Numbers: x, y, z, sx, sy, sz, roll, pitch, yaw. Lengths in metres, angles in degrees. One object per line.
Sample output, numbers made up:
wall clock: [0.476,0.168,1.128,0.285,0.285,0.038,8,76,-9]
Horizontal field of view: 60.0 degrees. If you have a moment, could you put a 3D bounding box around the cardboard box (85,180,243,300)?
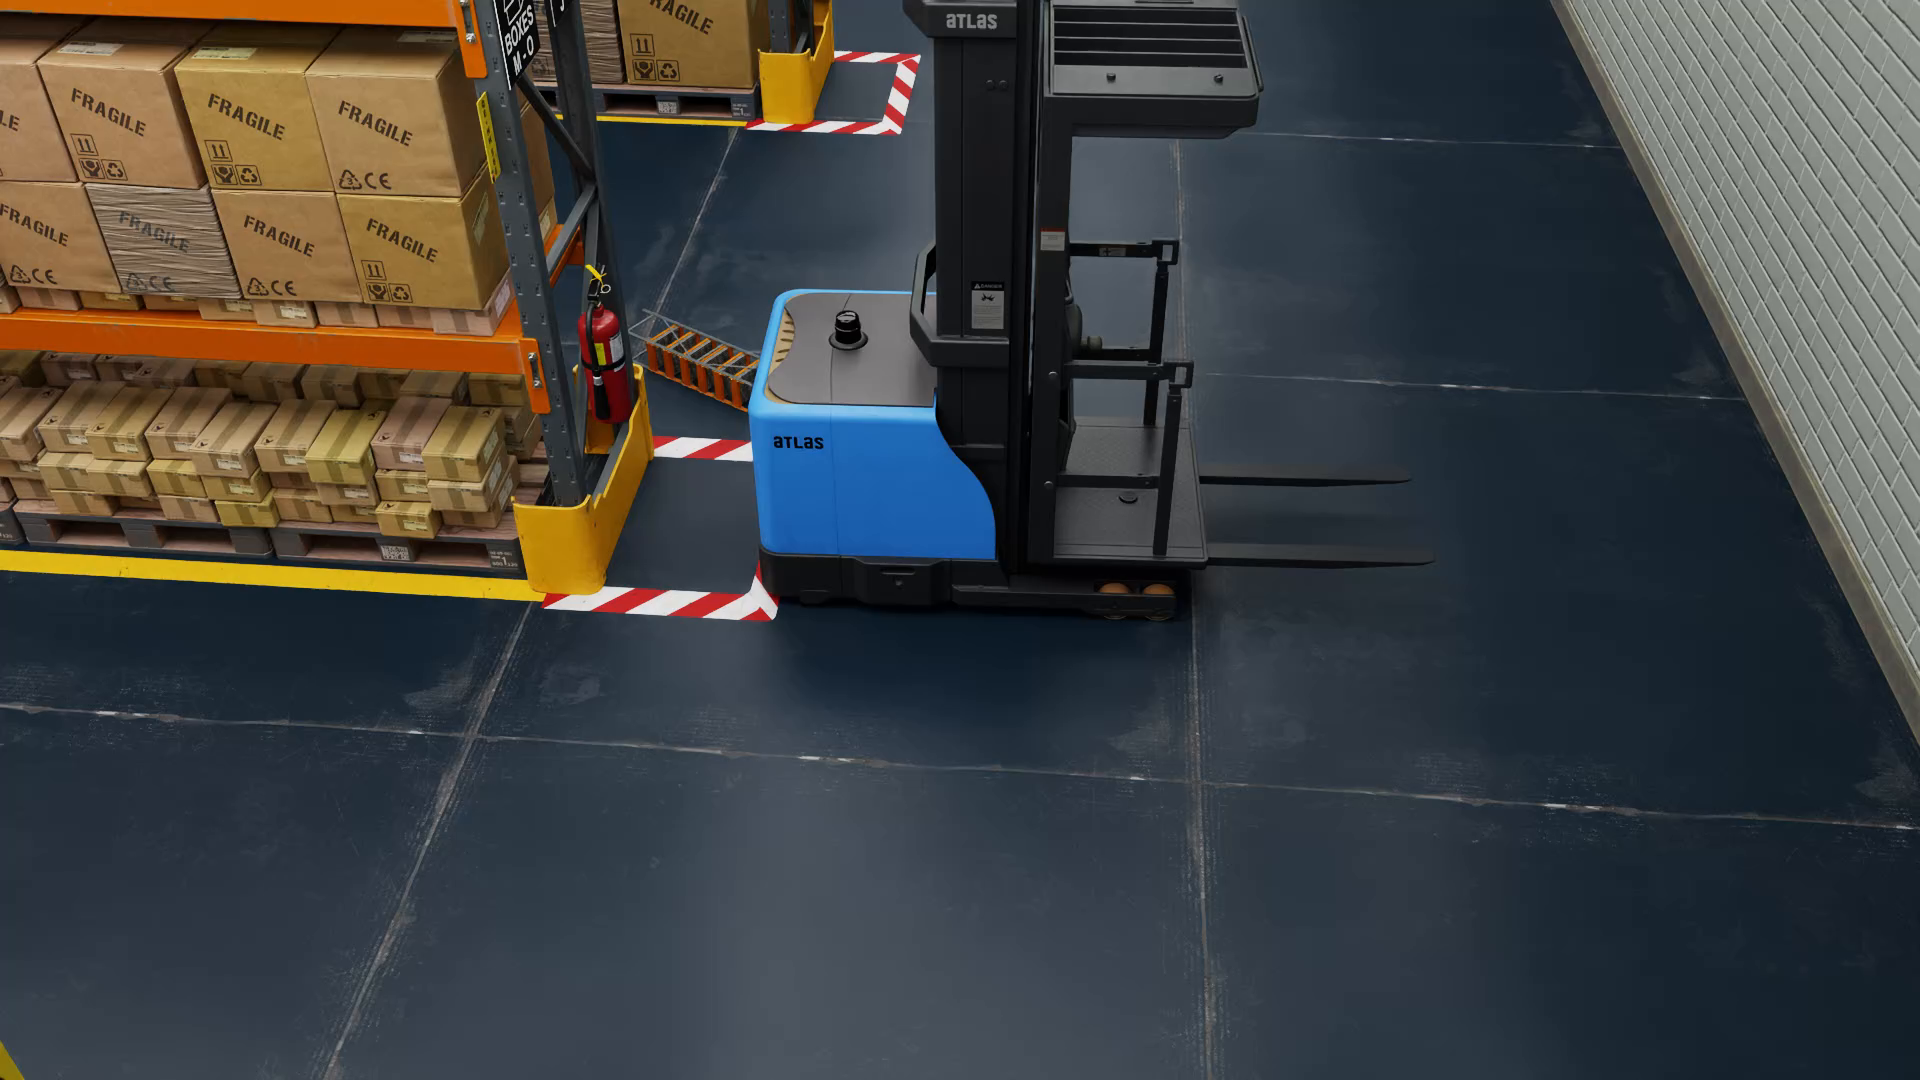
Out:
cardboard box: [-3.183,-1.350,6.888,0.500,0.500,0.500,3,39,4]

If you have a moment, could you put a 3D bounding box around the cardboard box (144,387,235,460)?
cardboard box: [-3.536,-0.539,7.661,0.250,0.149,0.380,2,39,2]

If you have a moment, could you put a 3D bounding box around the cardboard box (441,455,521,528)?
cardboard box: [-2.237,-0.235,7.758,0.250,0.149,0.380,4,39,5]

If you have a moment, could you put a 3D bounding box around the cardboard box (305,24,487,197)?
cardboard box: [-2.172,-1.690,6.514,0.500,0.500,0.500,2,39,3]

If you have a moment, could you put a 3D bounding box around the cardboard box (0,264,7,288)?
cardboard box: [-4.216,-1.394,6.942,0.500,0.500,0.500,2,39,3]

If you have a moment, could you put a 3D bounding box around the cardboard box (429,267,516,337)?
cardboard box: [-2.044,-1.022,7.000,0.250,0.149,0.380,3,39,4]

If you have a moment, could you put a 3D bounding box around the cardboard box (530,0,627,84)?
cardboard box: [-2.717,-3.767,11.522,0.875,0.875,0.875,3,39,4]

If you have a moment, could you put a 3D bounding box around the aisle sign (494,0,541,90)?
aisle sign: [-1.648,-2.095,6.059,0.004,0.787,0.394,3,39,4]

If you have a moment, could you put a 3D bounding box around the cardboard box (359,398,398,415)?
cardboard box: [-2.714,-0.651,8.034,0.250,0.149,0.380,4,39,4]

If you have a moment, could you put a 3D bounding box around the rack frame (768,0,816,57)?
rack frame: [-1.166,-4.394,10.942,0.127,3.000,1.000,3,39,4]

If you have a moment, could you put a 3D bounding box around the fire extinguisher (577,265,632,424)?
fire extinguisher: [-1.484,-0.801,6.885,0.183,0.674,0.296,3,39,4]

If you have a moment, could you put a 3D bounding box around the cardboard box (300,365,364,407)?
cardboard box: [-2.967,-0.805,7.988,0.250,0.149,0.380,1,39,2]

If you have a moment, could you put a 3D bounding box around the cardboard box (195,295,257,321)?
cardboard box: [-3.056,-1.096,7.090,0.250,0.149,0.380,2,39,2]

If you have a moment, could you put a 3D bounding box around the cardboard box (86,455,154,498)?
cardboard box: [-3.811,-0.372,7.692,0.250,0.149,0.380,4,39,4]

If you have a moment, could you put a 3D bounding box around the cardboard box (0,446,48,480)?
cardboard box: [-4.300,-0.455,7.794,0.250,0.149,0.380,5,39,6]

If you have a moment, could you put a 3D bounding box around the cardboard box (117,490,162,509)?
cardboard box: [-3.780,-0.322,7.865,0.250,0.149,0.380,4,39,5]

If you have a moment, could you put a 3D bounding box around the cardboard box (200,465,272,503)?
cardboard box: [-3.280,-0.349,7.663,0.250,0.149,0.380,4,39,5]

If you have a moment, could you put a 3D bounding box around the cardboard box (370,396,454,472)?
cardboard box: [-2.489,-0.487,7.597,0.250,0.149,0.380,4,39,5]

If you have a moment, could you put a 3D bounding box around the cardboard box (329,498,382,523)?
cardboard box: [-2.758,-0.254,7.781,0.250,0.149,0.380,3,39,4]

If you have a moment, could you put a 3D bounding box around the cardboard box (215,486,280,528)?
cardboard box: [-3.264,-0.233,7.757,0.250,0.149,0.380,1,39,2]

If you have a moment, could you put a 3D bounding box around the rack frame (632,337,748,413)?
rack frame: [-1.324,-0.855,8.963,1.200,0.006,0.240,24,45,27]

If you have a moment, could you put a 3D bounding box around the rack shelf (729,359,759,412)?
rack shelf: [-1.092,-0.823,8.778,0.103,0.180,0.258,24,45,27]

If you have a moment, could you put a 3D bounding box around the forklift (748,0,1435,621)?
forklift: [0.630,-1.120,6.974,3.031,2.935,1.130,2,39,2]

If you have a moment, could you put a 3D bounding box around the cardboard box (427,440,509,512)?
cardboard box: [-2.245,-0.302,7.605,0.250,0.149,0.380,2,39,3]

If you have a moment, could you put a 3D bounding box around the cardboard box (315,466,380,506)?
cardboard box: [-2.763,-0.329,7.638,0.250,0.149,0.380,2,39,2]

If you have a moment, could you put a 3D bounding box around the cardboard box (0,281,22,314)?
cardboard box: [-4.110,-1.138,7.141,0.250,0.149,0.380,5,39,6]

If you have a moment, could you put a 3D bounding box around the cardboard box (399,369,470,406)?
cardboard box: [-2.472,-0.749,7.919,0.250,0.149,0.380,4,39,5]

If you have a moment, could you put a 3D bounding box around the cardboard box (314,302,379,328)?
cardboard box: [-2.540,-1.064,7.050,0.250,0.149,0.380,3,39,3]

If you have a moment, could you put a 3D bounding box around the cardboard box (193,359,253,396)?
cardboard box: [-3.500,-0.869,8.067,0.250,0.149,0.380,4,39,5]

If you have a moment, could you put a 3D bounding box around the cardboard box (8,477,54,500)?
cardboard box: [-4.299,-0.363,7.916,0.250,0.149,0.380,2,39,2]

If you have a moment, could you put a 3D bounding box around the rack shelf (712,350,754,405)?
rack shelf: [-1.190,-0.866,8.832,0.103,0.180,0.258,24,45,27]

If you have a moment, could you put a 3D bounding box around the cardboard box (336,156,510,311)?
cardboard box: [-2.165,-1.297,6.823,0.500,0.500,0.500,4,39,5]

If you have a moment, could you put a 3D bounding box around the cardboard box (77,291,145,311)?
cardboard box: [-3.585,-1.152,7.159,0.250,0.149,0.380,4,39,5]

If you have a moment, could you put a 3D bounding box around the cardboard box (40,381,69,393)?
cardboard box: [-4.302,-0.766,8.175,0.250,0.149,0.380,4,39,5]

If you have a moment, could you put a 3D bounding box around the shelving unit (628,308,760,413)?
shelving unit: [-1.324,-0.926,8.905,1.200,0.189,0.258,24,45,27]

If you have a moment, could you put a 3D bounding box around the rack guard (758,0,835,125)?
rack guard: [-1.142,-3.423,11.730,0.348,0.500,1.175,3,39,4]

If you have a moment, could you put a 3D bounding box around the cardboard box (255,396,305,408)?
cardboard box: [-3.233,-0.688,8.079,0.250,0.149,0.380,1,39,2]

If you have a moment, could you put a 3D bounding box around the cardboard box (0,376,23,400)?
cardboard box: [-4.567,-0.602,7.738,0.250,0.149,0.380,2,39,3]

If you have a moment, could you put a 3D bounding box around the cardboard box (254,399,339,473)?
cardboard box: [-3.011,-0.475,7.583,0.250,0.149,0.380,2,39,2]

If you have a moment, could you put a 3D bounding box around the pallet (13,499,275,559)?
pallet: [-3.789,-0.337,8.168,1.213,0.211,1.003,3,39,4]

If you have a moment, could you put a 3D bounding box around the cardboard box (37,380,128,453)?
cardboard box: [-4.042,-0.574,7.703,0.250,0.149,0.380,2,39,2]

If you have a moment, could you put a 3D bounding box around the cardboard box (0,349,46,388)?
cardboard box: [-4.544,-0.869,8.066,0.250,0.149,0.380,4,39,5]

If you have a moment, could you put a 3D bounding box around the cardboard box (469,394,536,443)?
cardboard box: [-2.194,-0.642,8.024,0.250,0.149,0.380,5,39,6]

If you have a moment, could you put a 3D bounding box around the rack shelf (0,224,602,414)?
rack shelf: [-3.687,-1.110,7.478,4.000,0.370,1.077,3,39,4]

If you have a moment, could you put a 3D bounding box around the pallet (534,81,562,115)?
pallet: [-3.182,-3.375,11.899,1.213,0.211,1.003,3,39,4]

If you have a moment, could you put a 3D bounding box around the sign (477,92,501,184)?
sign: [-1.762,-1.504,6.224,0.005,0.325,0.100,3,39,4]

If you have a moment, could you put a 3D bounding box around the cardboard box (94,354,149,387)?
cardboard box: [-3.997,-0.905,8.111,0.250,0.149,0.380,2,39,2]

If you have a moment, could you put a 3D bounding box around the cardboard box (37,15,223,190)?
cardboard box: [-3.196,-1.741,6.576,0.500,0.500,0.500,5,39,6]

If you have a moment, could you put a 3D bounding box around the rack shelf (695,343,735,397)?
rack shelf: [-1.288,-0.910,8.885,0.103,0.180,0.258,24,45,27]
